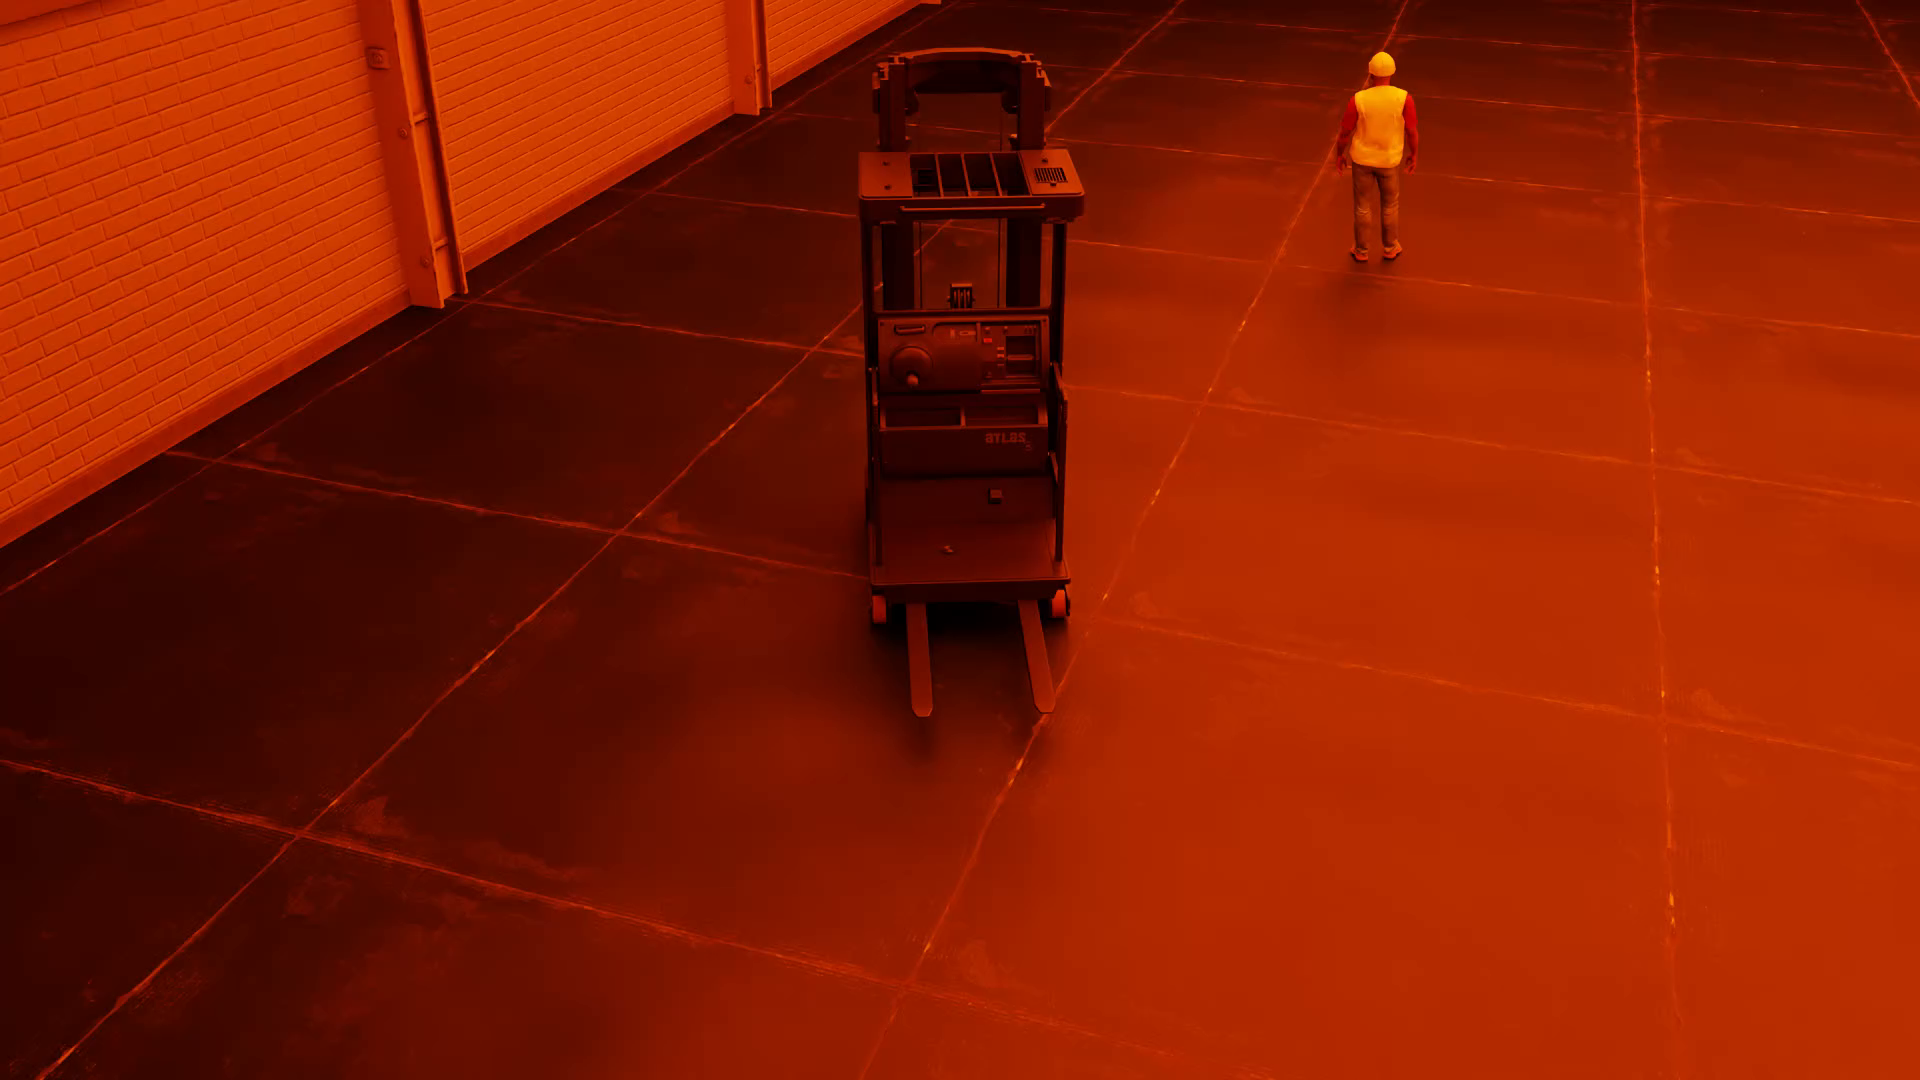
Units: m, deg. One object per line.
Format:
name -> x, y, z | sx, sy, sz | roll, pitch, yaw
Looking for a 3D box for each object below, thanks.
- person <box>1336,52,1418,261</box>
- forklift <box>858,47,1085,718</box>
person -> 3.492, -3.220, 13.946 | 0.665, 1.765, 0.577 | 7, 30, 11
forklift -> 0.035, -0.972, 8.842 | 1.130, 2.935, 3.031 | -2, 30, -3
